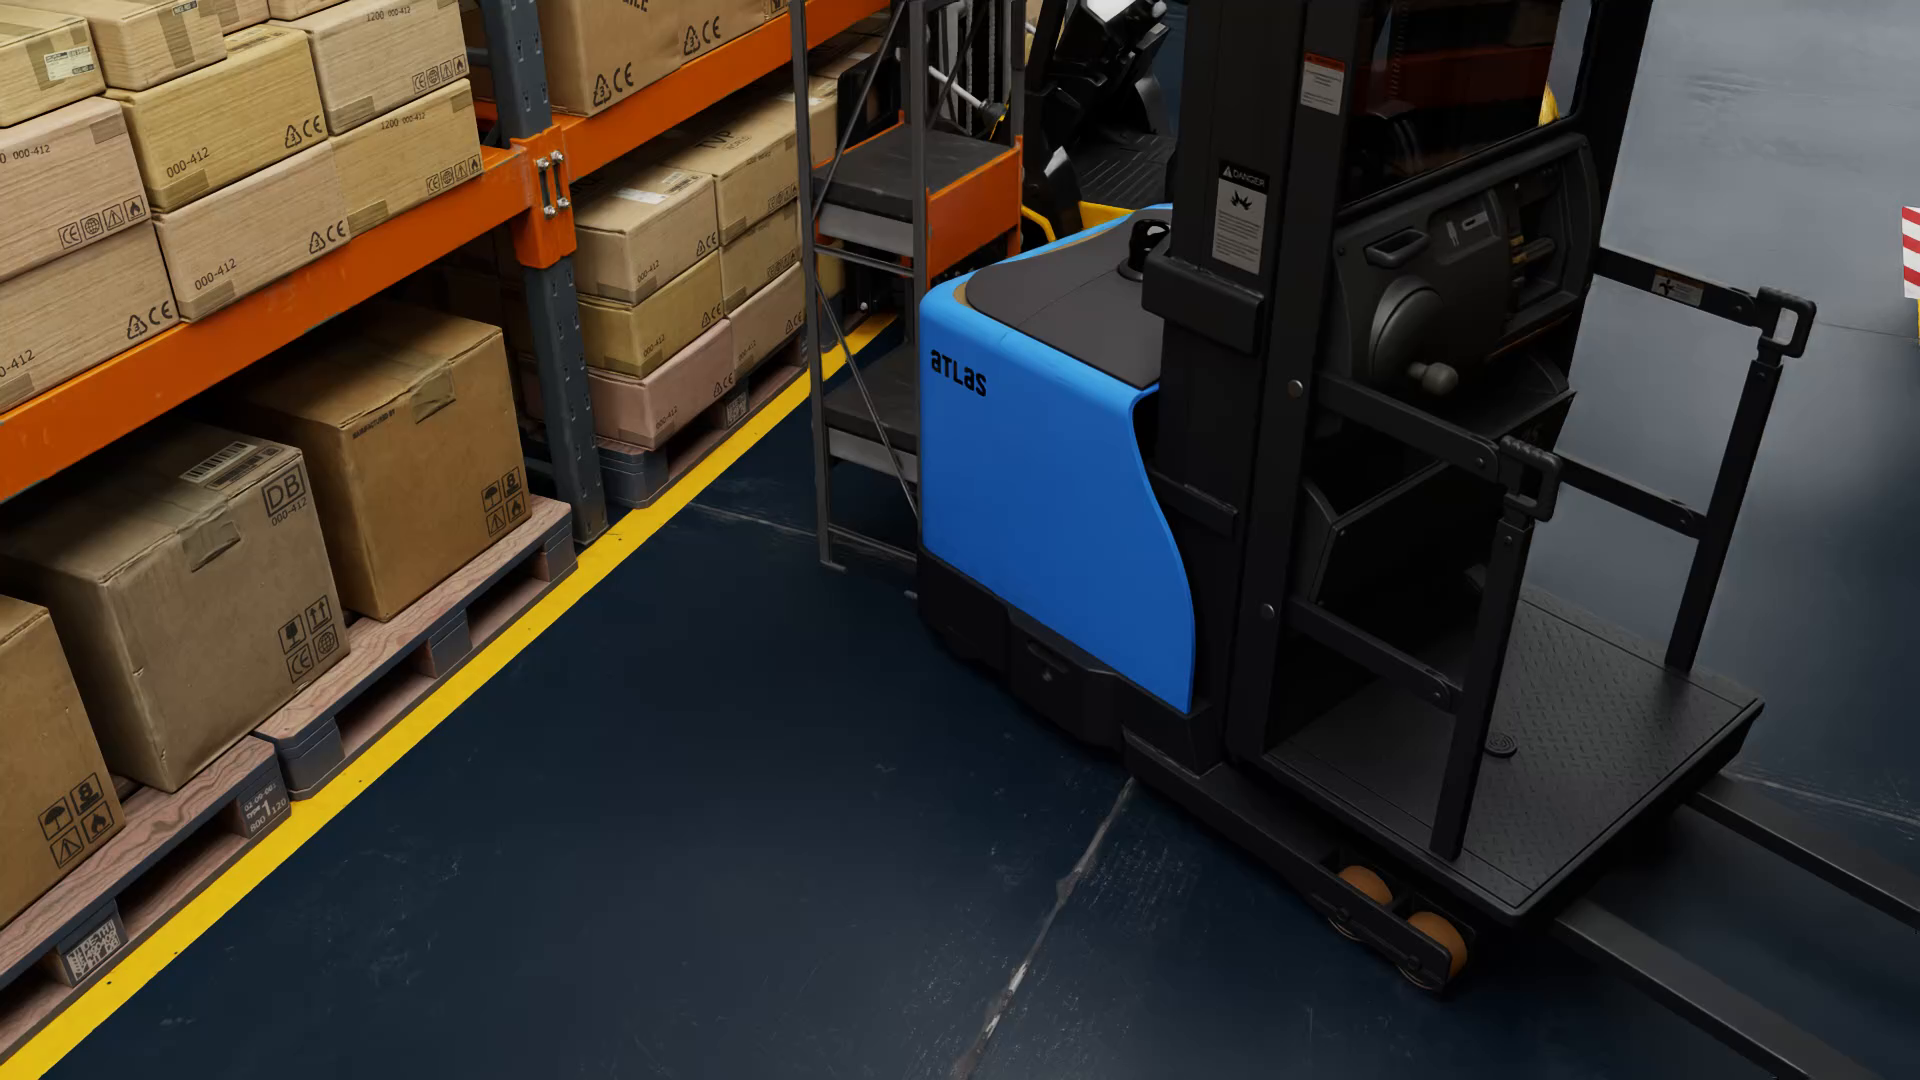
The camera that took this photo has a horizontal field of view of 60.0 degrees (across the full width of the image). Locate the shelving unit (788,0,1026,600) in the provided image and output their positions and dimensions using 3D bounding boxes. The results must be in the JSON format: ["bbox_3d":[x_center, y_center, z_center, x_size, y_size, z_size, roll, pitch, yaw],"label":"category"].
[{"bbox_3d":[-0.127,-0.861,4.649,0.431,2.100,0.503,19,38,27],"label":"shelving unit"}]

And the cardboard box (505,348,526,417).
[{"bbox_3d":[-1.577,-0.687,5.686,0.500,0.250,0.500,15,36,21],"label":"cardboard box"}]

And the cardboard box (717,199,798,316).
[{"bbox_3d":[-0.905,-1.029,5.752,0.500,0.250,0.500,14,36,20],"label":"cardboard box"}]

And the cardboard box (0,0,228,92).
[{"bbox_3d":[-1.769,-1.061,3.449,0.380,0.149,0.250,13,35,19],"label":"cardboard box"}]

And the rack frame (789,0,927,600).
[{"bbox_3d":[-0.258,-0.748,4.476,0.400,2.100,0.015,19,38,27],"label":"rack frame"}]

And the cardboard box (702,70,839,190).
[{"bbox_3d":[-0.688,-1.488,5.997,0.500,0.250,0.500,15,36,22],"label":"cardboard box"}]

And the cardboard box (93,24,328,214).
[{"bbox_3d":[-1.779,-0.958,3.656,0.500,0.250,0.500,13,36,19],"label":"cardboard box"}]

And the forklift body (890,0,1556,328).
[{"bbox_3d":[0.941,-1.647,5.800,2.313,2.155,1.214,14,36,20],"label":"forklift body"}]

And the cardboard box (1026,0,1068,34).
[{"bbox_3d":[0.167,-2.508,7.552,0.500,0.250,0.500,15,36,22],"label":"cardboard box"}]

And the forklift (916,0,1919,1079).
[{"bbox_3d":[1.232,-0.542,3.403,1.130,2.935,3.031,-26,41,-34],"label":"forklift"}]

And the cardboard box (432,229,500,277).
[{"bbox_3d":[-1.566,-1.106,5.414,0.500,0.250,0.500,15,36,21],"label":"cardboard box"}]

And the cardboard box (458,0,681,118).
[{"bbox_3d":[-1.174,-1.576,4.826,0.500,0.500,0.500,13,35,19],"label":"cardboard box"}]

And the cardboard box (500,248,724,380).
[{"bbox_3d":[-1.114,-0.778,5.369,0.500,0.250,0.500,14,36,20],"label":"cardboard box"}]

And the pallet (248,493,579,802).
[{"bbox_3d":[-1.869,0.169,4.799,1.003,0.211,1.213,14,36,20],"label":"pallet"}]

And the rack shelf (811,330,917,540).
[{"bbox_3d":[-0.127,-0.264,5.040,0.431,0.518,0.480,19,38,27],"label":"rack shelf"}]

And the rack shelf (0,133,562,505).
[{"bbox_3d":[-2.433,-0.076,3.286,1.077,0.370,4.000,14,36,20],"label":"rack shelf"}]

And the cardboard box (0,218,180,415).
[{"bbox_3d":[-2.011,-0.507,3.424,0.500,0.250,0.500,14,36,21],"label":"cardboard box"}]

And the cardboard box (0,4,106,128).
[{"bbox_3d":[-1.936,-0.945,3.272,0.380,0.149,0.250,13,36,19],"label":"cardboard box"}]

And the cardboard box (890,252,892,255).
[{"bbox_3d":[-0.464,-1.328,6.664,0.500,0.250,0.500,15,36,22],"label":"cardboard box"}]

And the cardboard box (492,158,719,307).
[{"bbox_3d":[-1.109,-0.986,5.230,0.500,0.250,0.500,14,36,20],"label":"cardboard box"}]

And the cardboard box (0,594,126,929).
[{"bbox_3d":[-2.449,0.467,3.585,0.875,0.625,0.625,13,35,19],"label":"cardboard box"}]

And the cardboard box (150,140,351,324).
[{"bbox_3d":[-1.775,-0.747,3.791,0.500,0.250,0.500,14,36,20],"label":"cardboard box"}]

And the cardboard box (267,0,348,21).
[{"bbox_3d":[-1.629,-1.332,3.863,0.380,0.149,0.250,14,36,20],"label":"cardboard box"}]

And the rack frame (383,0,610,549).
[{"bbox_3d":[-1.597,-1.373,4.608,1.000,3.000,0.127,14,36,20],"label":"rack frame"}]

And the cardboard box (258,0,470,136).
[{"bbox_3d":[-1.570,-1.216,4.050,0.500,0.250,0.500,13,36,19],"label":"cardboard box"}]

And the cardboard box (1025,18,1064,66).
[{"bbox_3d":[0.157,-2.286,7.669,0.500,0.250,0.500,14,36,20],"label":"cardboard box"}]

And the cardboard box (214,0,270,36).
[{"bbox_3d":[-1.780,-1.222,3.696,0.380,0.149,0.250,14,36,20],"label":"cardboard box"}]

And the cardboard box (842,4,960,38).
[{"bbox_3d":[-0.243,-1.999,6.775,0.500,0.250,0.500,15,36,21],"label":"cardboard box"}]

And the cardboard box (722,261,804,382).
[{"bbox_3d":[-0.895,-0.820,5.889,0.500,0.250,0.500,13,36,19],"label":"cardboard box"}]

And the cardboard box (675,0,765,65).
[{"bbox_3d":[-0.971,-1.839,5.228,0.500,0.500,0.500,15,36,21],"label":"cardboard box"}]

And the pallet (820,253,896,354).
[{"bbox_3d":[-0.717,-1.203,6.892,1.003,0.211,1.213,14,36,20],"label":"pallet"}]

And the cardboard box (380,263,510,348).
[{"bbox_3d":[-1.579,-0.897,5.551,0.500,0.250,0.500,13,36,19],"label":"cardboard box"}]

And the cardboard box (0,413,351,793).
[{"bbox_3d":[-2.136,0.092,4.157,0.875,0.625,0.625,14,36,20],"label":"cardboard box"}]

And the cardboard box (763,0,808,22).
[{"bbox_3d":[-0.760,-2.091,5.613,0.500,0.500,0.500,14,36,20],"label":"cardboard box"}]

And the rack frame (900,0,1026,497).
[{"bbox_3d":[0.003,-0.974,4.821,0.400,2.100,0.015,19,38,27],"label":"rack frame"}]

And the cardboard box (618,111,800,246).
[{"bbox_3d":[-0.886,-1.238,5.615,0.500,0.250,0.500,14,36,21],"label":"cardboard box"}]

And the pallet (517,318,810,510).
[{"bbox_3d":[-1.226,-0.593,5.962,1.003,0.211,1.213,14,36,20],"label":"pallet"}]

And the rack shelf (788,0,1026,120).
[{"bbox_3d":[-0.127,-1.435,4.272,0.431,0.518,0.480,19,38,27],"label":"rack shelf"}]

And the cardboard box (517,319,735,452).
[{"bbox_3d":[-1.094,-0.563,5.498,0.500,0.250,0.500,15,36,21],"label":"cardboard box"}]

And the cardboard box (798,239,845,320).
[{"bbox_3d":[-0.694,-1.079,6.285,0.500,0.250,0.500,15,36,21],"label":"cardboard box"}]

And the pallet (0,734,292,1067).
[{"bbox_3d":[-2.379,0.779,3.869,1.003,0.211,1.213,14,36,20],"label":"pallet"}]

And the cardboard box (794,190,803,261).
[{"bbox_3d":[-0.684,-1.277,6.130,0.500,0.250,0.500,14,36,20],"label":"cardboard box"}]

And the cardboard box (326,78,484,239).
[{"bbox_3d":[-1.570,-0.999,4.175,0.500,0.250,0.500,15,36,22],"label":"cardboard box"}]

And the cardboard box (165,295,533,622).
[{"bbox_3d":[-1.805,-0.293,4.744,0.875,0.625,0.625,16,36,23],"label":"cardboard box"}]

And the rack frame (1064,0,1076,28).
[{"bbox_3d":[0.077,-3.365,7.646,1.000,3.000,0.127,14,36,20],"label":"rack frame"}]

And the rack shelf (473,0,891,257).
[{"bbox_3d":[-0.760,-2.068,6.324,1.077,0.370,4.000,14,36,20],"label":"rack shelf"}]

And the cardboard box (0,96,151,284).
[{"bbox_3d":[-1.998,-0.705,3.270,0.500,0.250,0.500,15,36,21],"label":"cardboard box"}]

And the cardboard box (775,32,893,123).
[{"bbox_3d":[-0.462,-1.748,6.393,0.500,0.250,0.500,13,36,20],"label":"cardboard box"}]

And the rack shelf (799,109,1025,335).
[{"bbox_3d":[-0.127,-0.850,4.656,0.431,0.518,0.480,19,38,27],"label":"rack shelf"}]
